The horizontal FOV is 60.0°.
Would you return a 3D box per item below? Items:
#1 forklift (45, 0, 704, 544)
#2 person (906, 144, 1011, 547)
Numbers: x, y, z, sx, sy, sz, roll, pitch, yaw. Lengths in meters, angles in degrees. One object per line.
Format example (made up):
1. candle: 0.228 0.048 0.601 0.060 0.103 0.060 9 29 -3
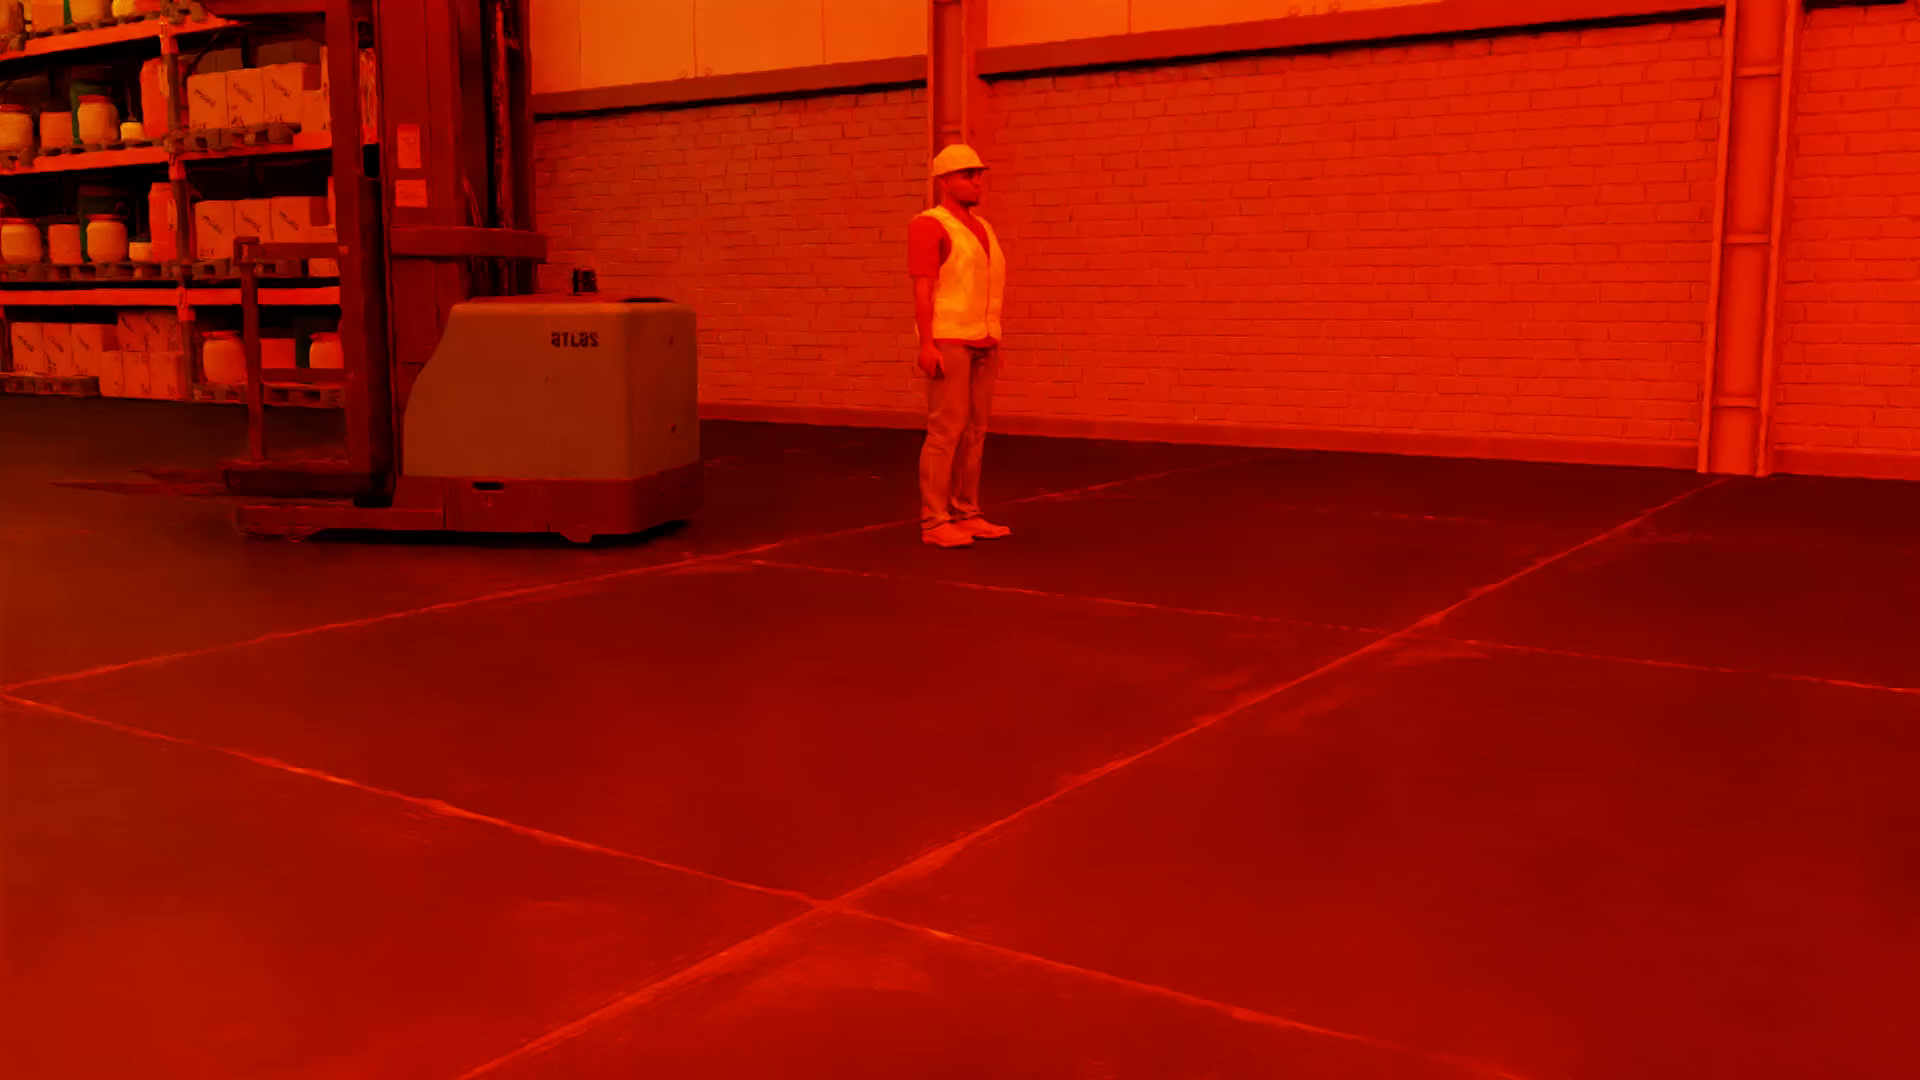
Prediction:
1. forklift: -2.828 -1.512 7.827 3.031 2.935 1.130 2 8 10
2. person: 0.011 -0.874 7.473 0.367 1.771 0.559 5 10 34
